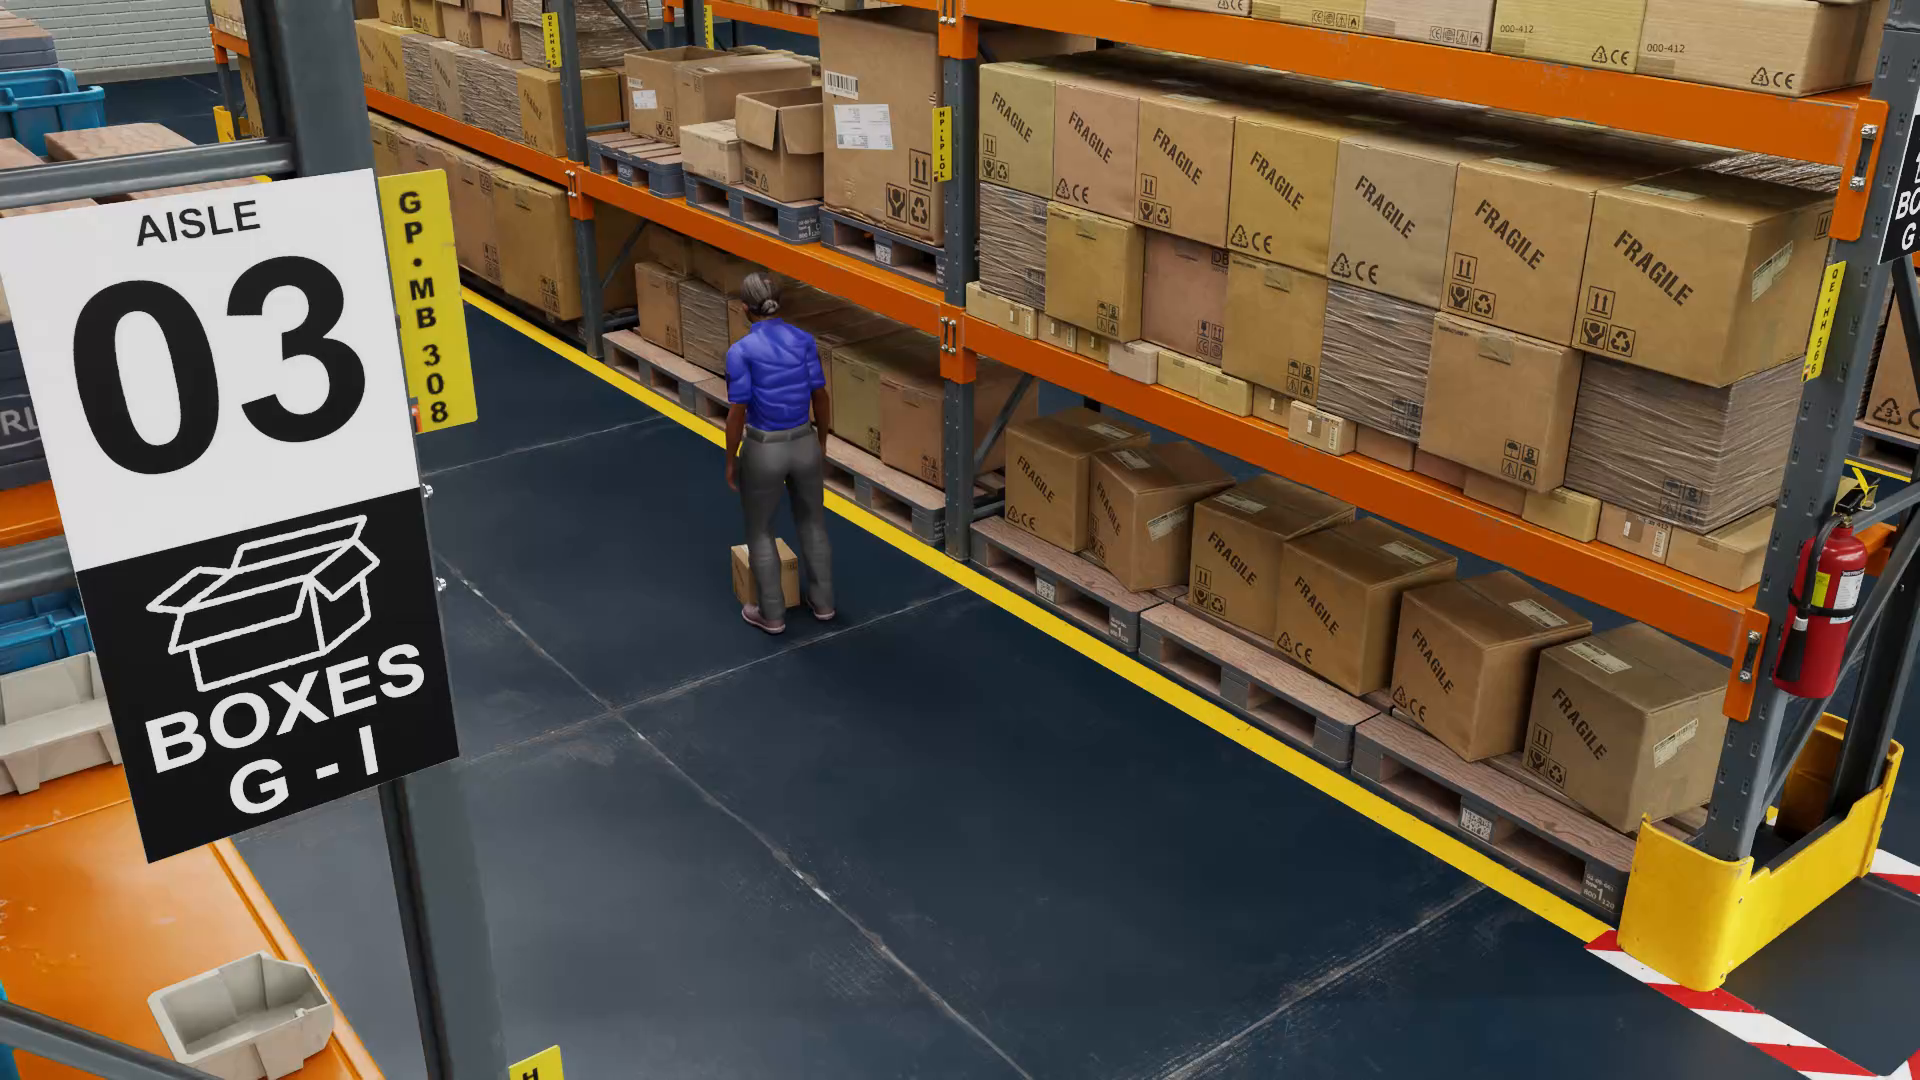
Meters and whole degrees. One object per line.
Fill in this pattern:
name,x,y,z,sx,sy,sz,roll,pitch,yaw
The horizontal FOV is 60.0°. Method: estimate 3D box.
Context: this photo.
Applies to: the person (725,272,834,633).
person,-0.808,-0.382,7.436,0.518,1.654,0.353,-13,28,-26
